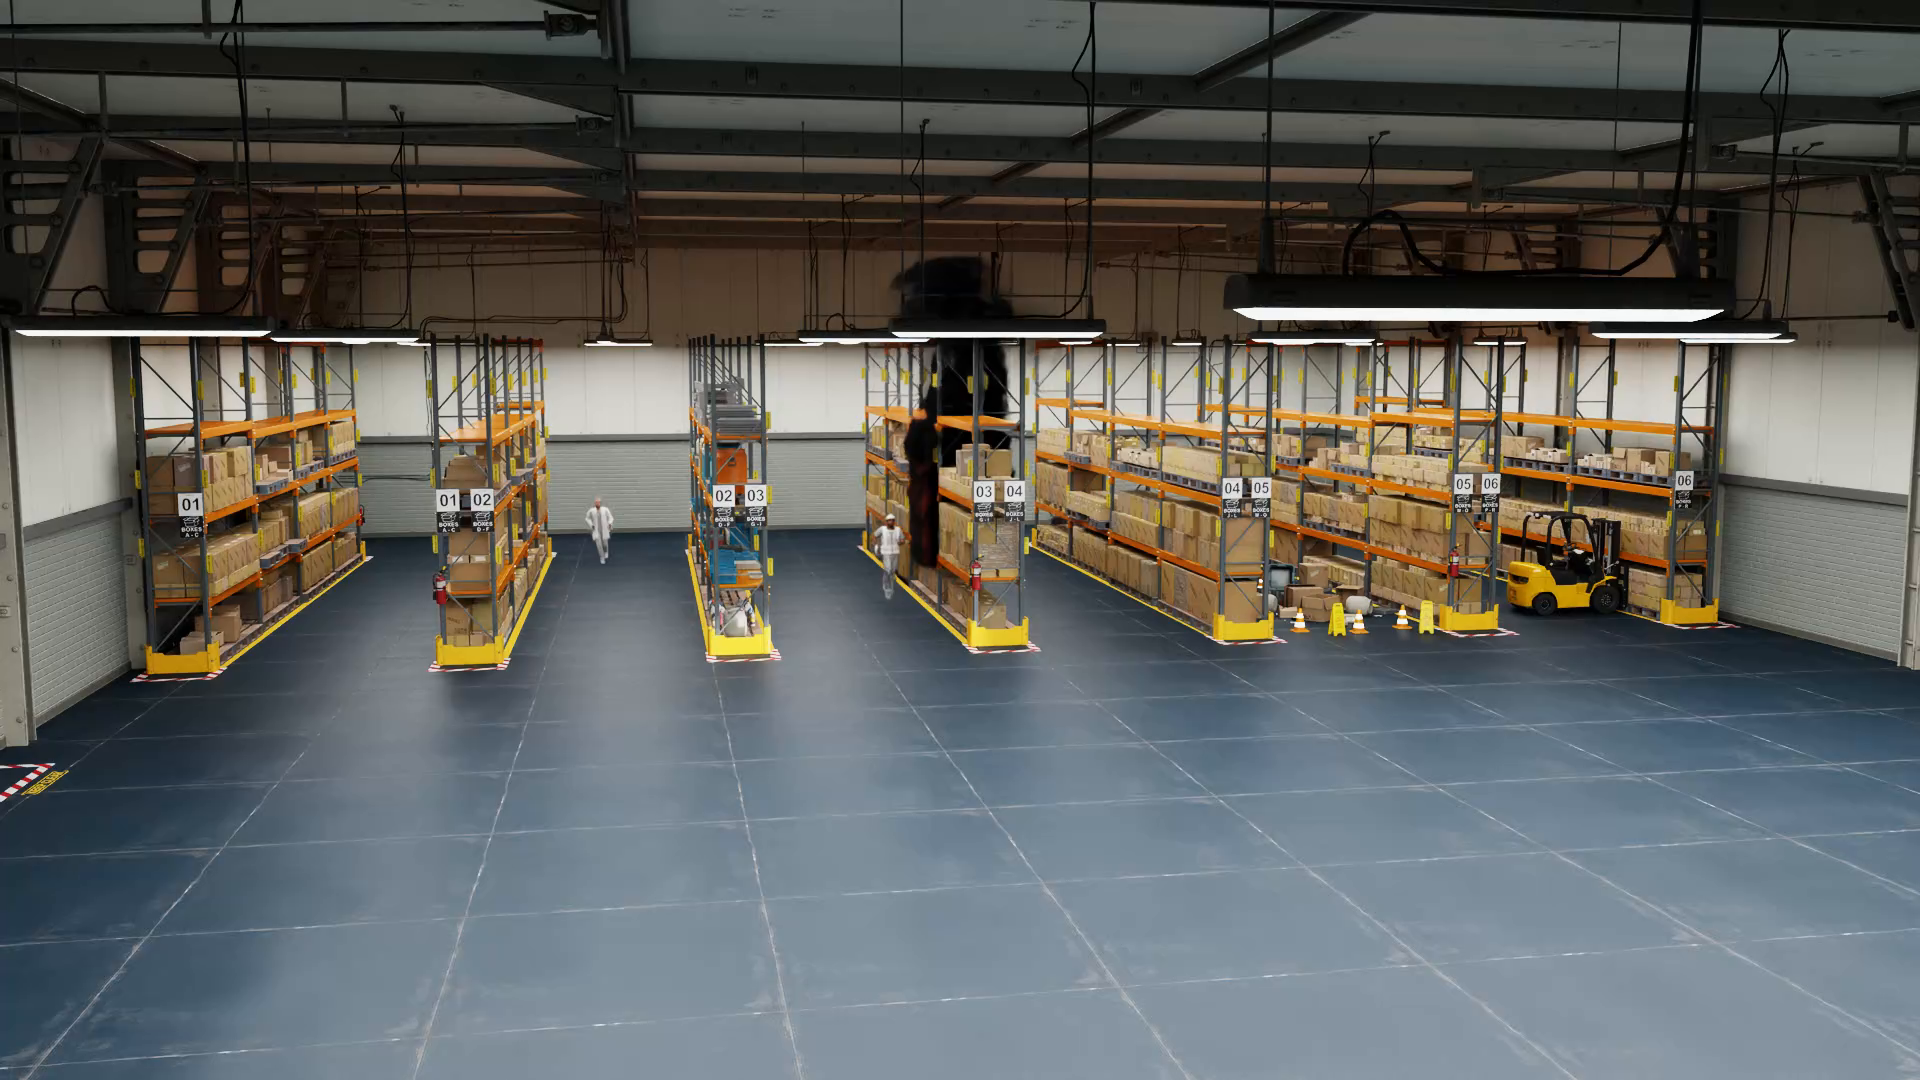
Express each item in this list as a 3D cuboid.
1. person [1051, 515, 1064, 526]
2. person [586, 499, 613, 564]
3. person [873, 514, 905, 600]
[{"bbox_3d":[2.975,-0.819,49.859,0.717,1.728,0.673,3,7,23],"label":"person"},{"bbox_3d":[-9.692,-0.255,44.707,0.718,1.731,0.699,-2,7,-15],"label":"person"},{"bbox_3d":[-1.529,0.369,36.682,0.656,1.881,0.723,-3,7,-21],"label":"person"}]
